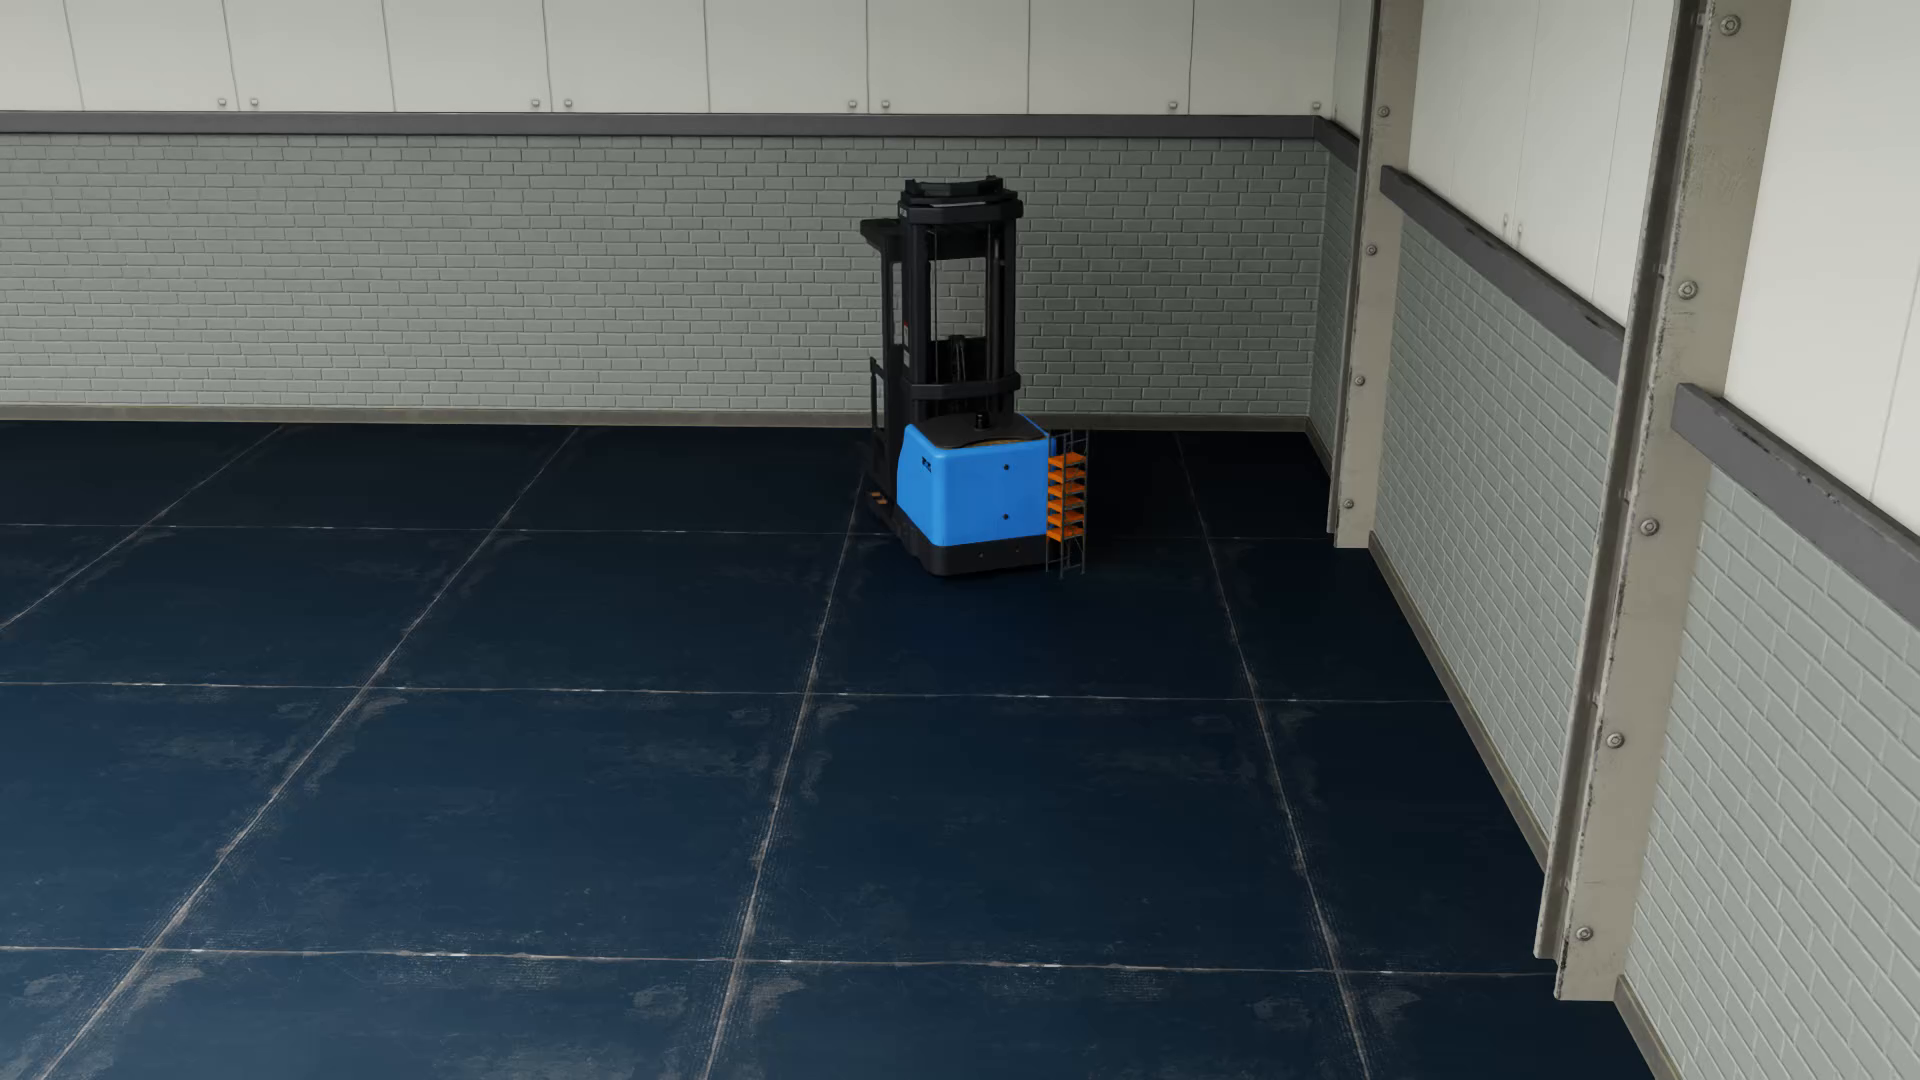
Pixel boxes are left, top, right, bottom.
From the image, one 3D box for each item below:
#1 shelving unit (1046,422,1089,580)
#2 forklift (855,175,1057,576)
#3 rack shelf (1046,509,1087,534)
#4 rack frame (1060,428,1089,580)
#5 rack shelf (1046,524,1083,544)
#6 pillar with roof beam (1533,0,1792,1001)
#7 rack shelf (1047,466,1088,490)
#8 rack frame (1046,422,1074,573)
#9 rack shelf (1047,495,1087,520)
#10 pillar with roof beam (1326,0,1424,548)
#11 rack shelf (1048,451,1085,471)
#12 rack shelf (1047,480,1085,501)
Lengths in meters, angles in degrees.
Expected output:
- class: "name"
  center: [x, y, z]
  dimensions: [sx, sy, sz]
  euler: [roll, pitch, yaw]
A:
- class: "shelving unit"
  center: [0.832, -0.299, 12.933]
  dimensions: [0.258, 1.200, 0.189]
  euler: [-15, 26, -33]
- class: "forklift"
  center: [-0.178, -1.591, 13.871]
  dimensions: [1.130, 2.935, 3.031]
  euler: [-7, 22, -17]
- class: "rack shelf"
  center: [0.832, -0.145, 12.993]
  dimensions: [0.258, 0.103, 0.180]
  euler: [-15, 26, -33]
- class: "rack frame"
  center: [0.886, -0.272, 12.864]
  dimensions: [0.240, 1.200, 0.006]
  euler: [-15, 26, -33]
- class: "rack shelf"
  center: [0.831, -0.034, 13.036]
  dimensions: [0.258, 0.103, 0.180]
  euler: [-15, 26, -33]
- class: "pillar with roof beam"
  center: [-1.247, -2.081, 6.745]
  dimensions: [9.100, 9.000, 0.400]
  euler: [1, 21, 2]
- class: "rack shelf"
  center: [0.832, -0.481, 12.862]
  dimensions: [0.258, 0.103, 0.180]
  euler: [-15, 26, -33]
- class: "rack frame"
  center: [0.778, -0.326, 13.002]
  dimensions: [0.240, 1.200, 0.006]
  euler: [-15, 26, -33]
- class: "rack shelf"
  center: [0.832, -0.257, 12.949]
  dimensions: [0.258, 0.103, 0.180]
  euler: [-15, 26, -33]
- class: "pillar with roof beam"
  center: [-1.064, -4.250, 12.336]
  dimensions: [9.100, 9.000, 0.400]
  euler: [1, 21, 2]
- class: "rack shelf"
  center: [0.832, -0.593, 12.818]
  dimensions: [0.258, 0.103, 0.180]
  euler: [-15, 26, -33]
- class: "rack shelf"
  center: [0.832, -0.369, 12.906]
  dimensions: [0.258, 0.103, 0.180]
  euler: [-15, 26, -33]
